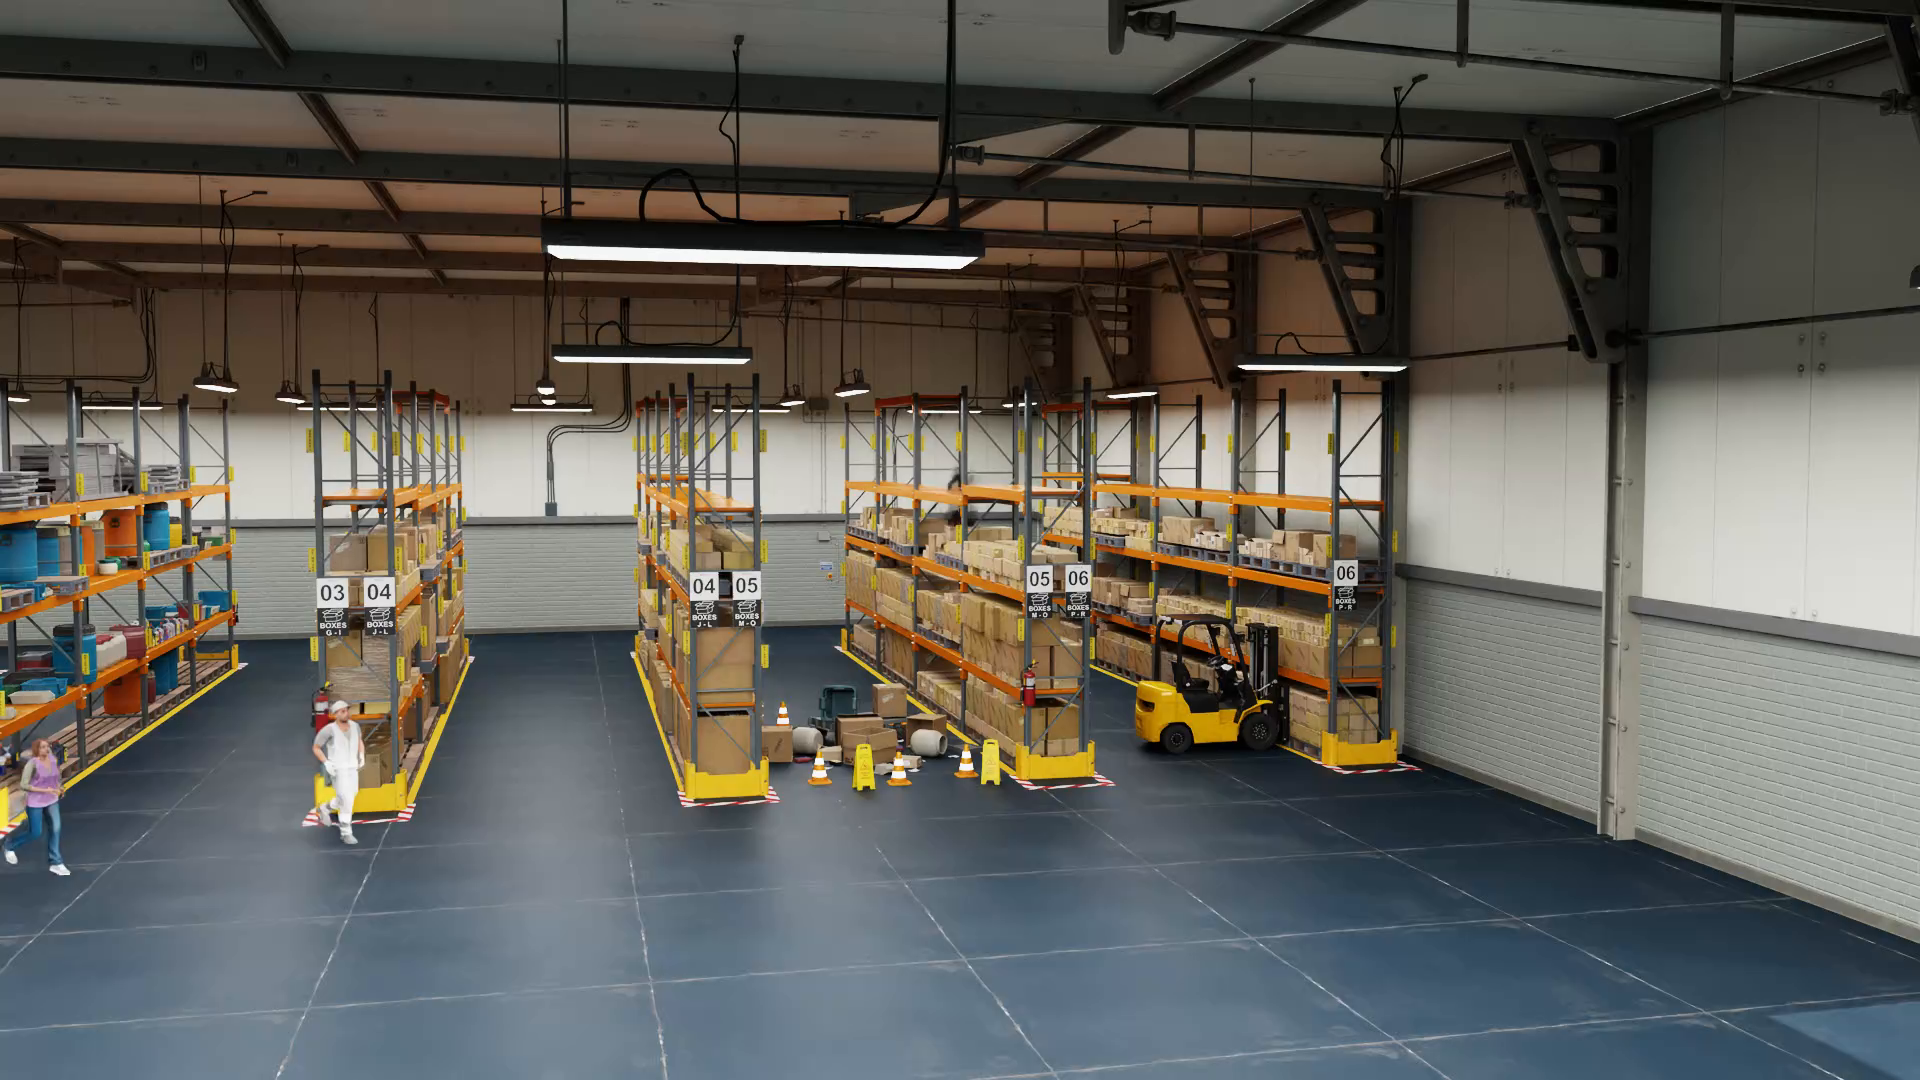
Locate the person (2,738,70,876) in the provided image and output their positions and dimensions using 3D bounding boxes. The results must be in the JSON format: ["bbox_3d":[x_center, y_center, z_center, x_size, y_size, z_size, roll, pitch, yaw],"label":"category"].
[{"bbox_3d":[-10.738,3.093,19.380,0.860,1.598,0.549,1,4,20],"label":"person"}]

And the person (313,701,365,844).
[{"bbox_3d":[-7.861,2.907,21.044,0.790,1.785,0.672,2,4,32],"label":"person"}]
